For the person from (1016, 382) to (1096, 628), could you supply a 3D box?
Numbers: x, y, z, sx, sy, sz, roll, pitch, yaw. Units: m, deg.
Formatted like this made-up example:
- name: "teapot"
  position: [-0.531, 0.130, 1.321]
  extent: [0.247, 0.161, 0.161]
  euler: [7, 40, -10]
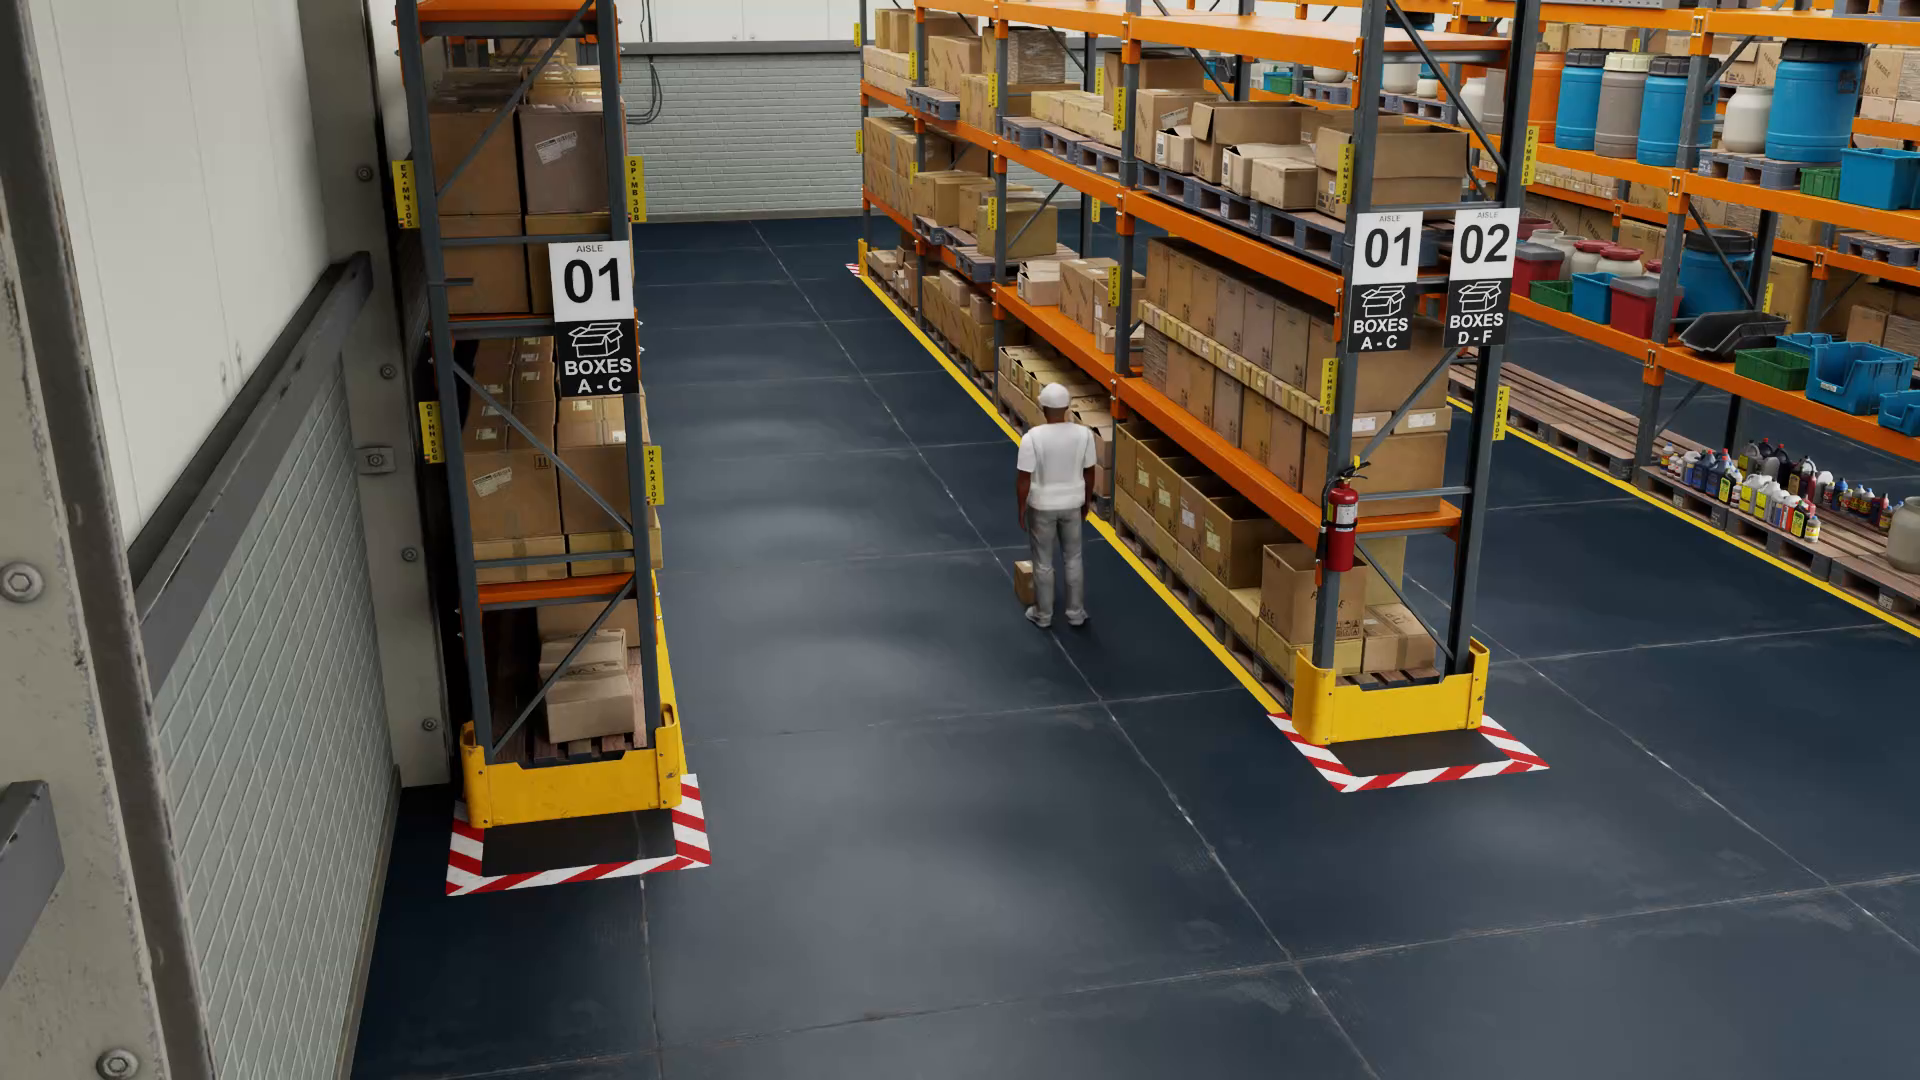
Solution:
- name: "person"
  position: [0.664, -0.240, 11.722]
  extent: [0.577, 1.784, 0.366]
  euler: [-4, 20, -12]
